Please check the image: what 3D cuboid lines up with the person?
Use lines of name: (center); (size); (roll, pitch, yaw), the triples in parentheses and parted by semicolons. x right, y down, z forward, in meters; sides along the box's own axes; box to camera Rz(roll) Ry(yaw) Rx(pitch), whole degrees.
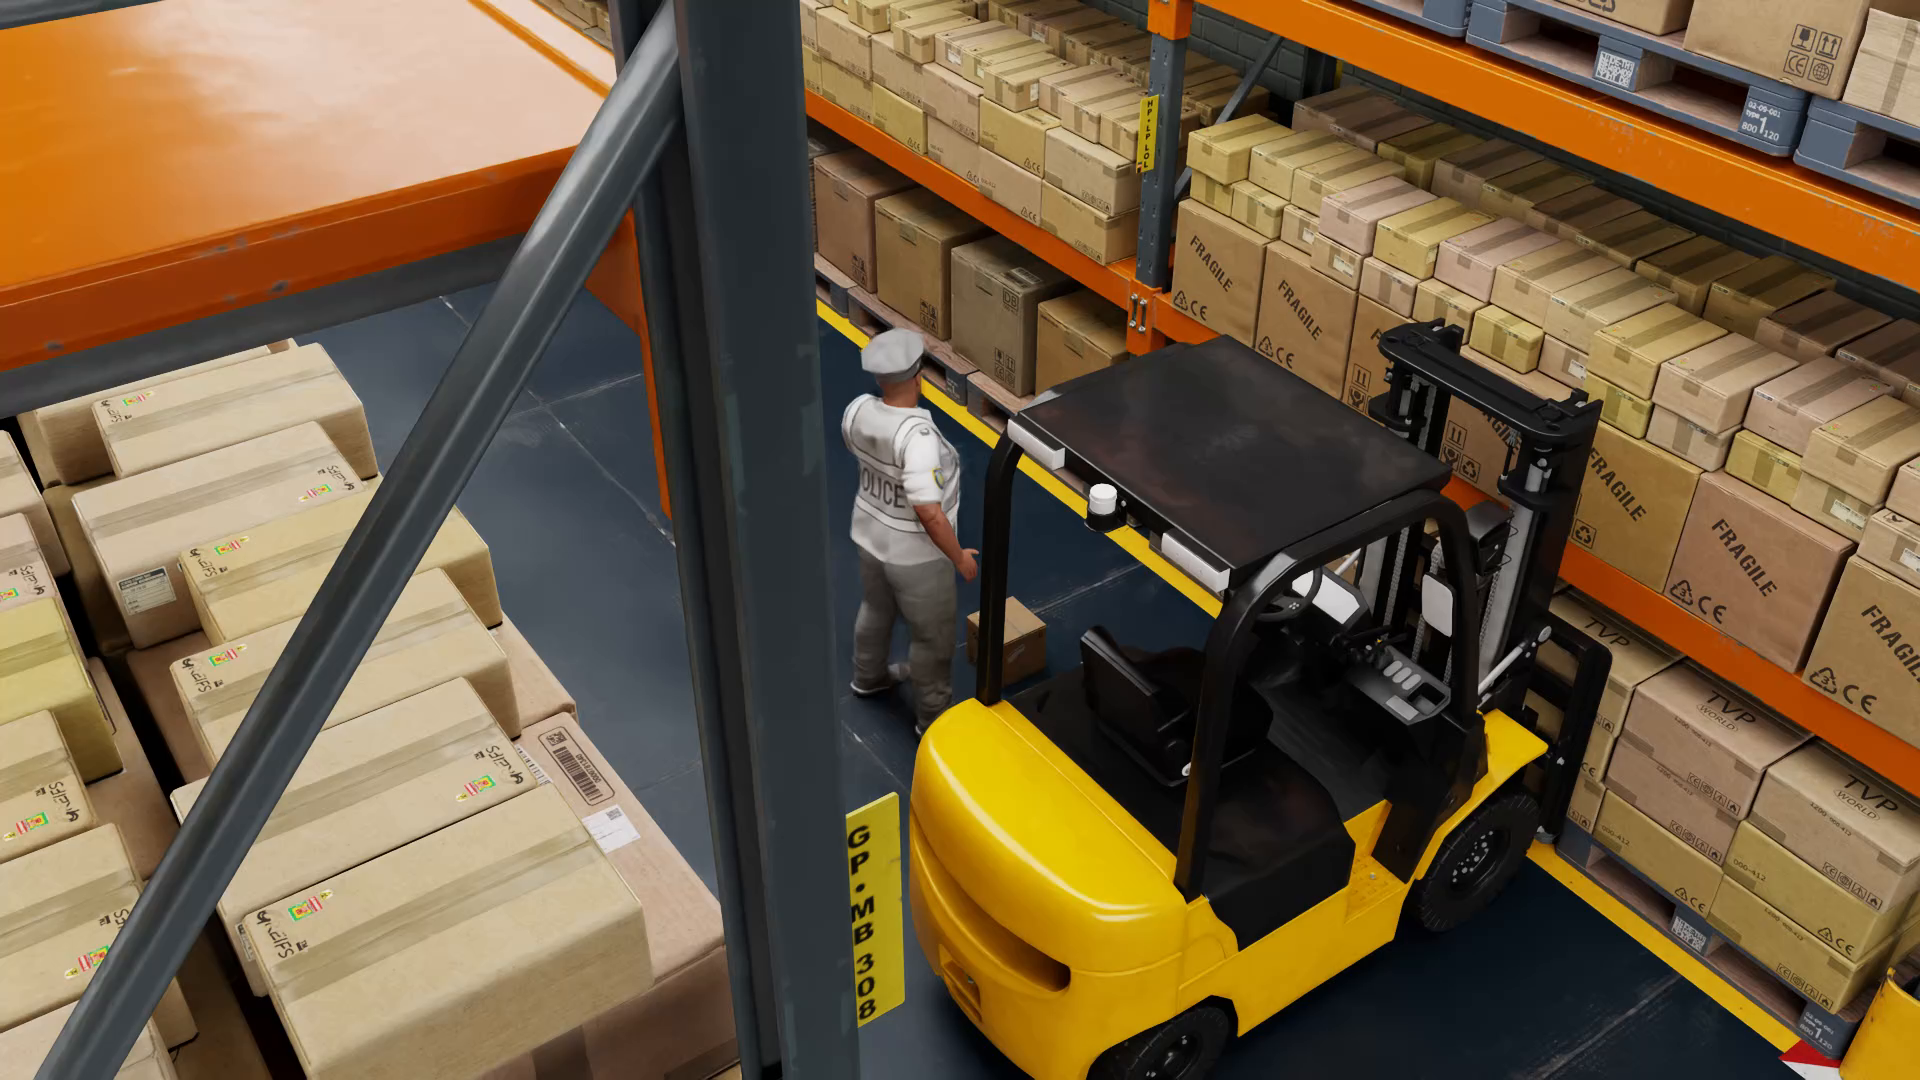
person: (-0.122, -0.011, 6.671); (0.606, 1.799, 0.739); (-26, 43, -31)
